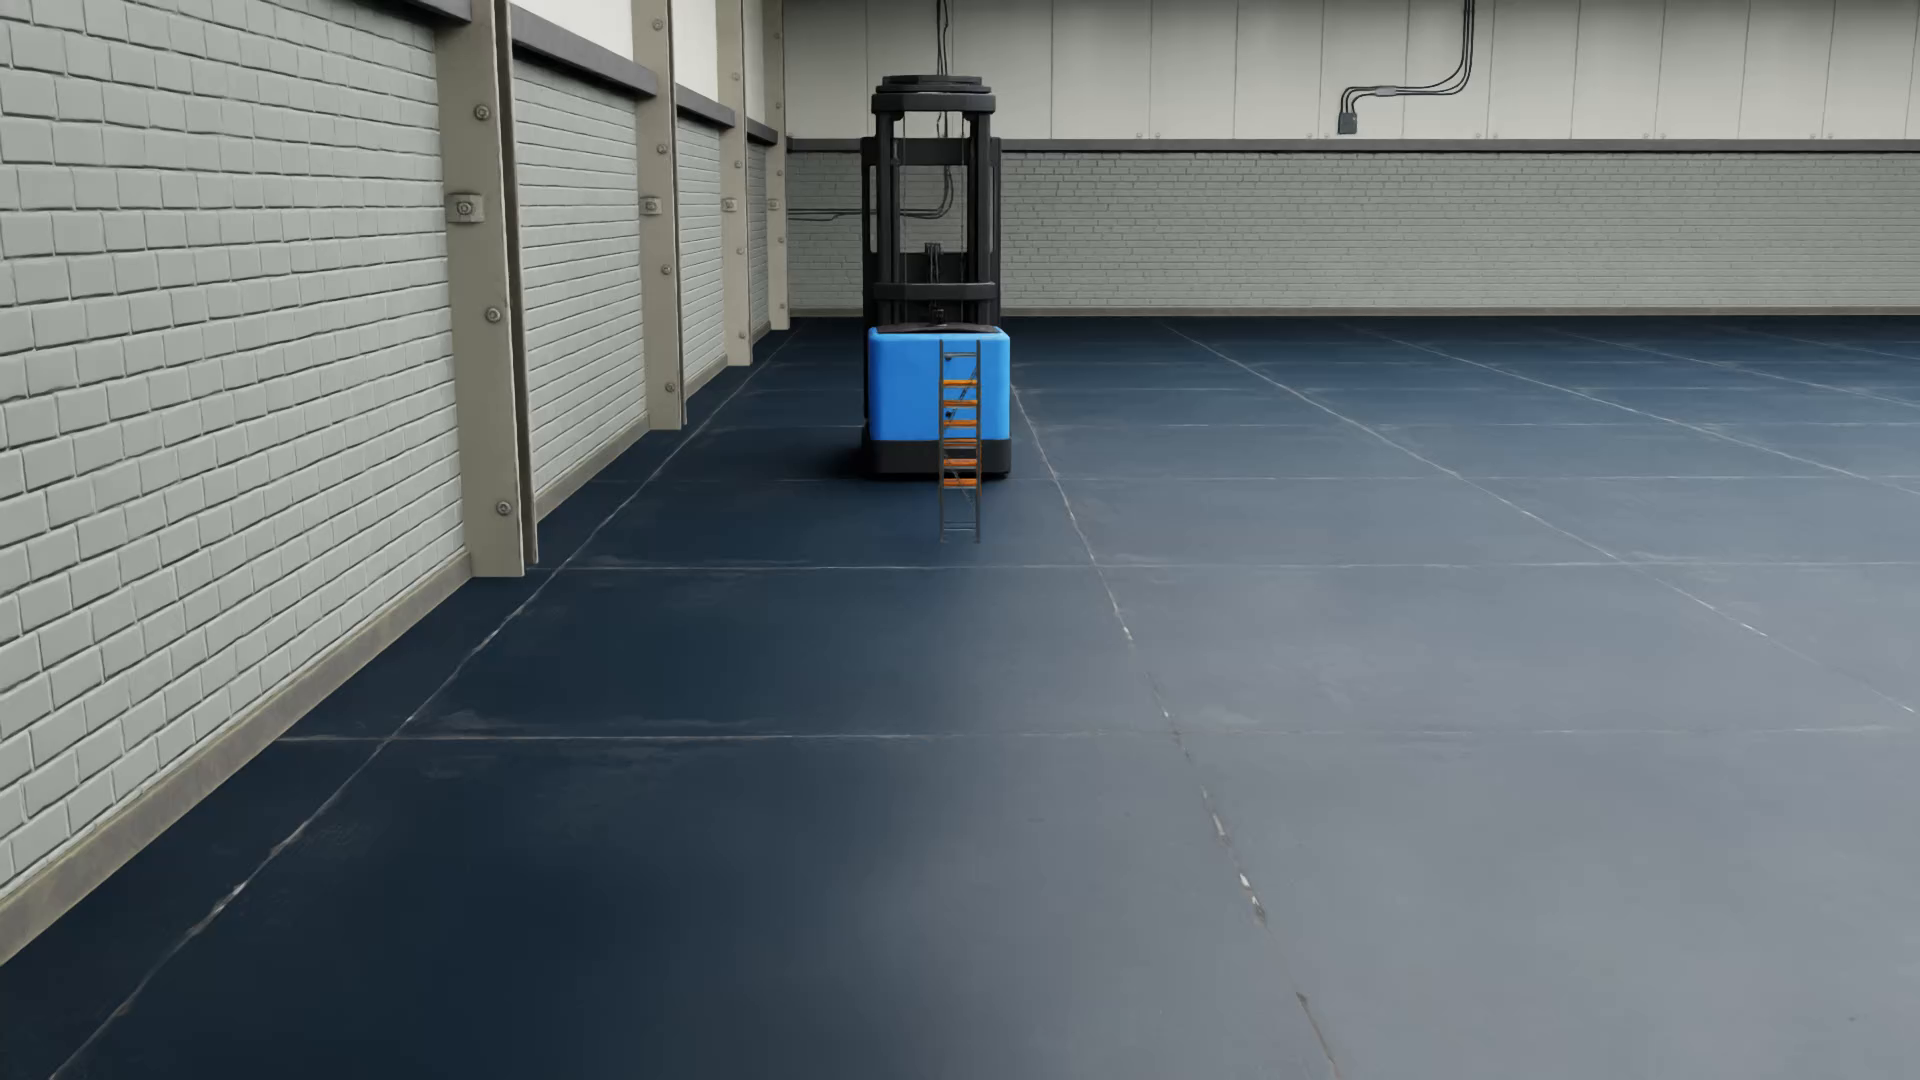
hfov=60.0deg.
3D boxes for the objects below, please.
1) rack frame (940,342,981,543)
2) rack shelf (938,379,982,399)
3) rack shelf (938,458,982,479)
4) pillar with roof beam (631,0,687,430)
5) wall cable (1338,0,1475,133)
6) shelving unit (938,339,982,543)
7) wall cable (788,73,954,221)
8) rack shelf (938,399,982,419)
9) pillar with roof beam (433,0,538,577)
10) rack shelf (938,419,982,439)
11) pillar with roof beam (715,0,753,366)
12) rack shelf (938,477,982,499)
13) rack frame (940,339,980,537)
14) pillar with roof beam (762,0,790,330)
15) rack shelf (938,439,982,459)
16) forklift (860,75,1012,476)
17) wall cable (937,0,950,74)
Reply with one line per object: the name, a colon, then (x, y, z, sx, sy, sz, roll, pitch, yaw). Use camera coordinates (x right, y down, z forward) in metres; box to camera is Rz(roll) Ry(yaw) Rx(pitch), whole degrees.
rack frame: (0.002, -0.573, 9.864, 0.240, 1.200, 0.006, 0, 11, -1)
rack shelf: (0.000, -0.900, 9.891, 0.258, 0.103, 0.180, 0, 11, -1)
rack shelf: (0.000, -0.430, 9.987, 0.258, 0.103, 0.180, 0, 11, -1)
pillar with roof beam: (1.633, -5.459, 14.332, 9.100, 9.000, 0.400, 0, 11, -1)
wall cable: (7.834, -10.120, 28.755, 2.305, 6.003, 0.169, 0, 11, -1)
shelving unit: (0.000, -0.591, 9.954, 0.258, 1.200, 0.189, 0, 11, -1)
wall cable: (-1.658, -6.895, 29.225, 3.097, 2.526, 0.112, 0, 11, -1)
rack shelf: (0.000, -0.783, 9.915, 0.258, 0.103, 0.180, 0, 11, -1)
pillar with roof beam: (1.757, -4.266, 8.453, 9.100, 9.000, 0.400, 0, 11, -1)
rack shelf: (0.000, -0.665, 9.939, 0.258, 0.103, 0.180, 0, 11, -1)
pillar with roof beam: (1.509, -6.651, 20.211, 9.100, 9.000, 0.400, 0, 11, -1)
rack shelf: (0.000, -0.312, 10.011, 0.258, 0.103, 0.180, 0, 11, -1)
rack frame: (-0.002, -0.609, 10.044, 0.240, 1.200, 0.006, 0, 11, -1)
pillar with roof beam: (1.385, -7.844, 26.090, 9.100, 9.000, 0.400, 0, 11, -1)
rack shelf: (0.000, -0.547, 9.963, 0.258, 0.103, 0.180, 0, 11, -1)
forklift: (-0.241, -2.157, 13.318, 1.130, 2.935, 3.031, -1, 11, -4)
wall cable: (1.047, -9.382, 28.777, 3.097, 2.526, 0.112, 0, 11, -1)
